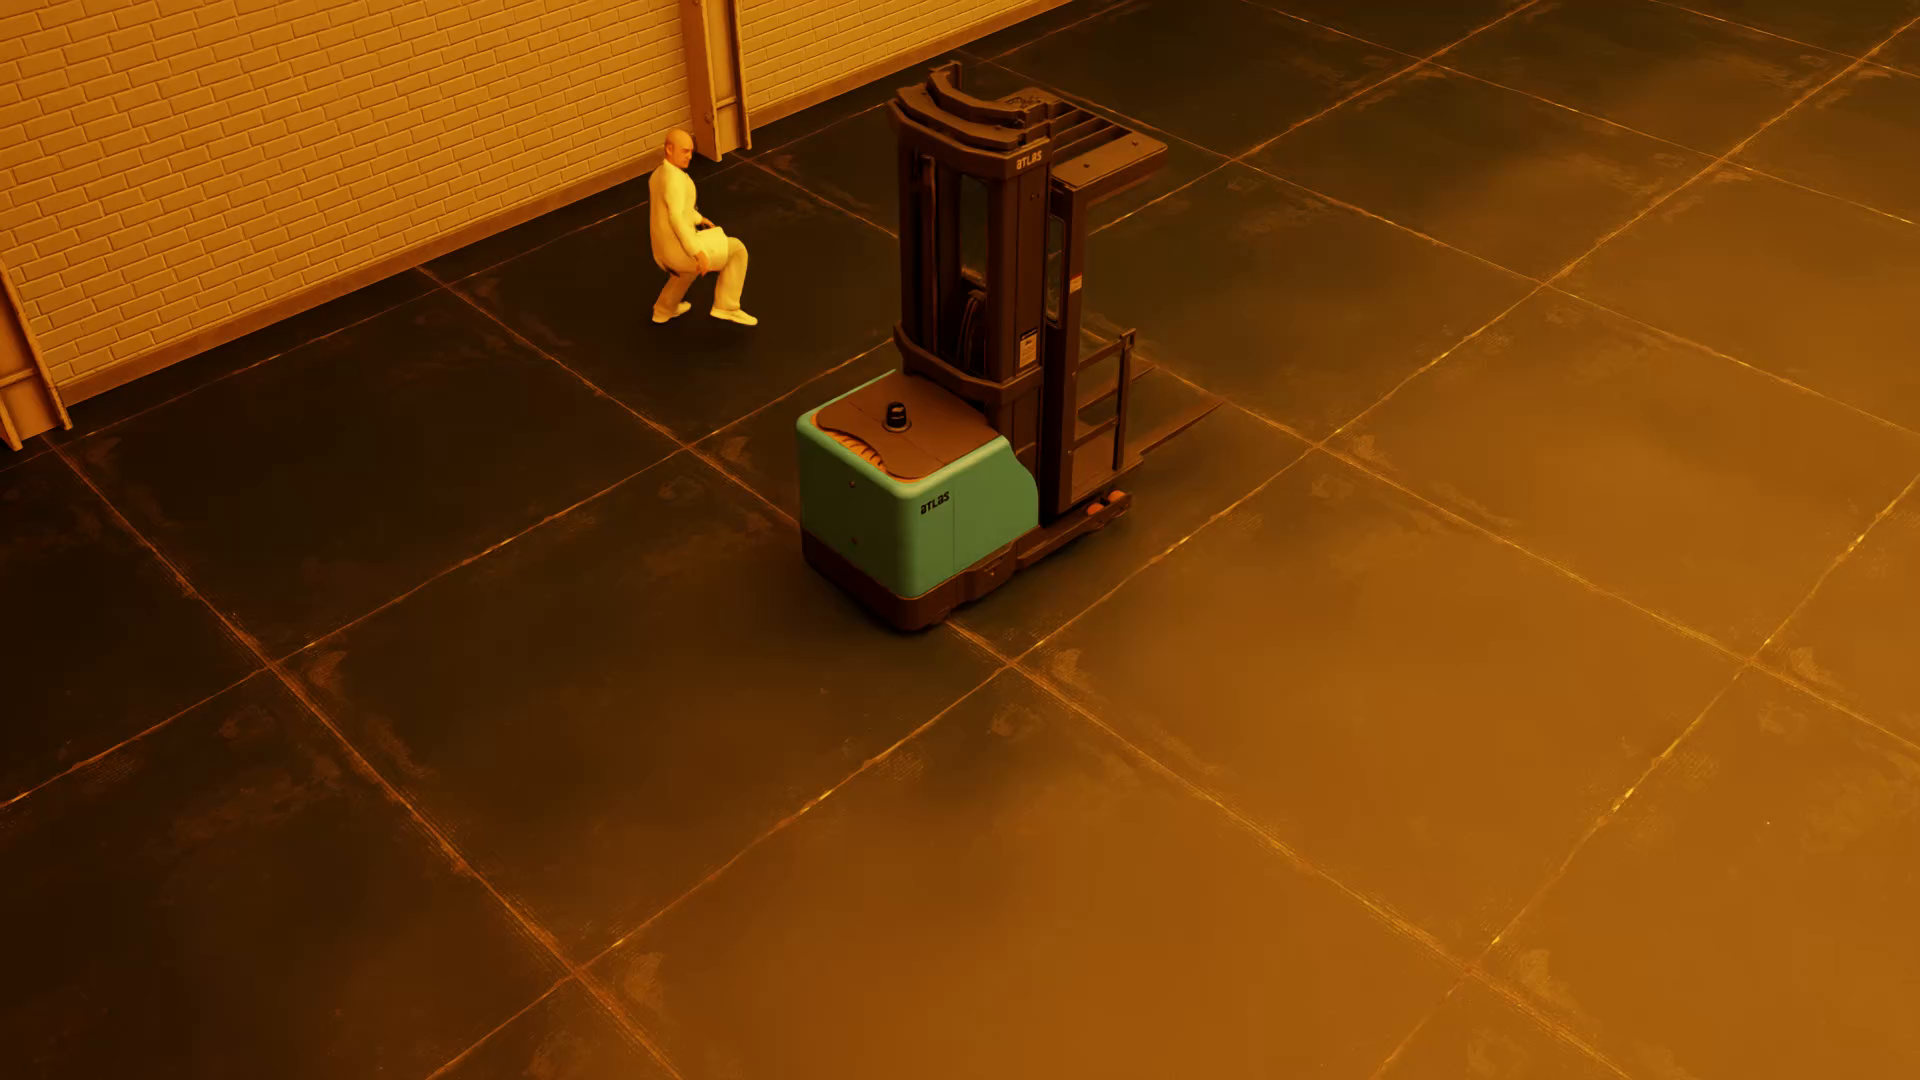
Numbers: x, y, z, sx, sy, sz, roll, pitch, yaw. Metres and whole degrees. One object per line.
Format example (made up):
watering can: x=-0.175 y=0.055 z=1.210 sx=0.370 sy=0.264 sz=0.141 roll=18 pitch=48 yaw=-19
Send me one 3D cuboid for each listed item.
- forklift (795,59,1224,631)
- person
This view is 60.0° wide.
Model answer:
forklift: x=0.454 y=-1.419 z=9.840 sx=3.031 sy=2.935 sz=1.130 roll=-30 pitch=48 yaw=-32
person: x=-1.887 y=-2.168 z=11.907 sx=0.688 sy=1.539 sz=0.841 roll=-29 pitch=47 yaw=-30
